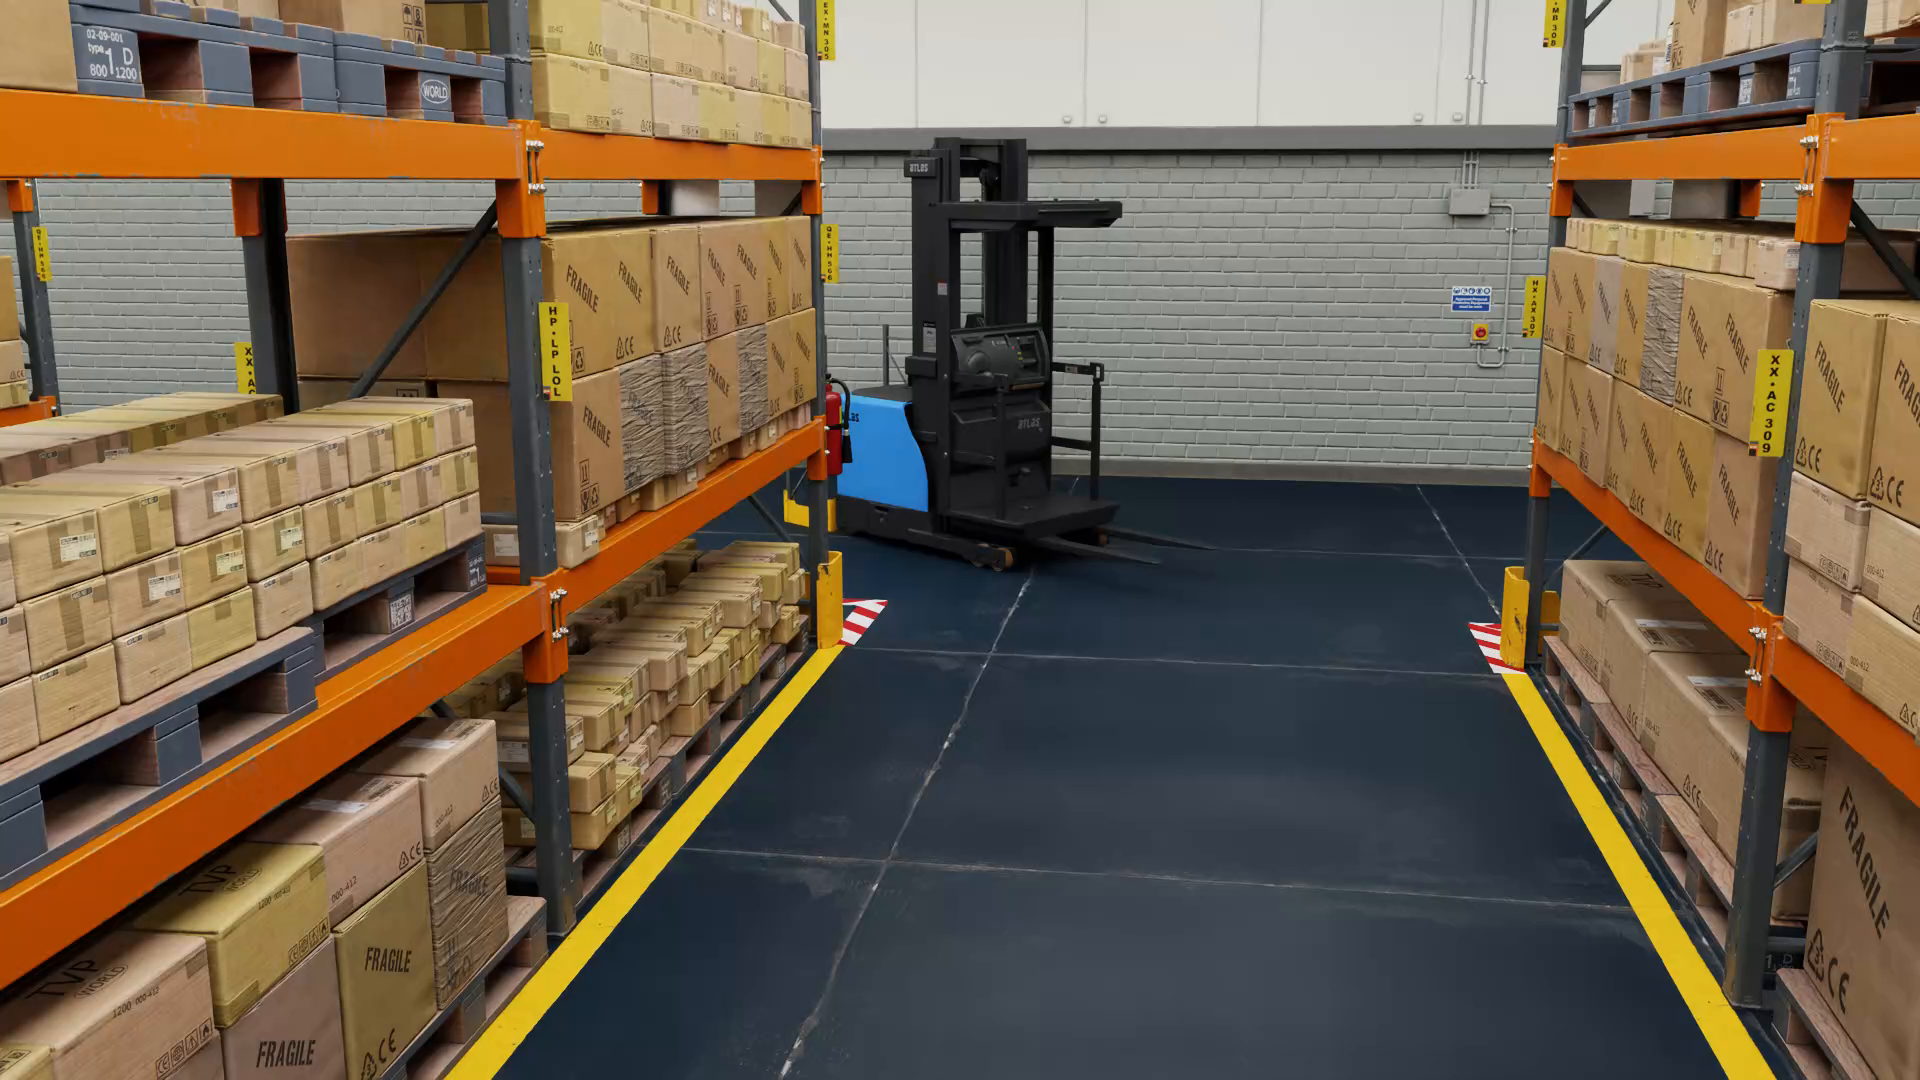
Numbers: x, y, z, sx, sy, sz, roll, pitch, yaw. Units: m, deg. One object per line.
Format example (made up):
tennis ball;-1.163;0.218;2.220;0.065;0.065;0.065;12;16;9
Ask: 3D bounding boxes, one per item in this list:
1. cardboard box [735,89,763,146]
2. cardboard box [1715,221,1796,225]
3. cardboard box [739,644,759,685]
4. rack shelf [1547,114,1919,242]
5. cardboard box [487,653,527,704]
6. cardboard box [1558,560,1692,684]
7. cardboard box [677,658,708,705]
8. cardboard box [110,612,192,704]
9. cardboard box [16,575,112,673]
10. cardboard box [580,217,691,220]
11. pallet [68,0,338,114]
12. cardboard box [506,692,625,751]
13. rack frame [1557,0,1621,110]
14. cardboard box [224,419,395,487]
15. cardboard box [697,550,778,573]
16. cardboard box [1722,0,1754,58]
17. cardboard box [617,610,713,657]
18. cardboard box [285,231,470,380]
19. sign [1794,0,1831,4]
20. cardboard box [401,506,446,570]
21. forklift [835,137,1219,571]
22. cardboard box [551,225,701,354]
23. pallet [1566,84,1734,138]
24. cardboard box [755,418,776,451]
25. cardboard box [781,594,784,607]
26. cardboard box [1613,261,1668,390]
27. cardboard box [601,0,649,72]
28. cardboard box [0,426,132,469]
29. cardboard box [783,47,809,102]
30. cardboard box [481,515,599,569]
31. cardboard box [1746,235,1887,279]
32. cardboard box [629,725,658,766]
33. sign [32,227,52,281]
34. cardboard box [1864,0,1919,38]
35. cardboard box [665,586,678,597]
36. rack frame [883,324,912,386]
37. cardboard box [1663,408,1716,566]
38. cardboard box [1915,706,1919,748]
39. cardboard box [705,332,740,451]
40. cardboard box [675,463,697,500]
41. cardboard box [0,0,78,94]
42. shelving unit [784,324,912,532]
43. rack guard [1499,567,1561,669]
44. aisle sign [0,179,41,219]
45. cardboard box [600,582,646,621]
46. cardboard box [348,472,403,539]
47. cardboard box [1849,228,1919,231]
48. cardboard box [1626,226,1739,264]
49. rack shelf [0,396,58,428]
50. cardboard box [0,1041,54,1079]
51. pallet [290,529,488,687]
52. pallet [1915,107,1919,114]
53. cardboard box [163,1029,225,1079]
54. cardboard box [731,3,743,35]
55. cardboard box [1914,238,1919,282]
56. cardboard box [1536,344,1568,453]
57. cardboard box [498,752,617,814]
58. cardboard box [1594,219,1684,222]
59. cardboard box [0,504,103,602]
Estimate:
cardboard box;-1.245;-1.989;7.837;0.500;0.250;0.500;2;12;11
cardboard box;3.802;-1.432;7.869;0.380;0.149;0.250;2;12;8
cardboard box;-1.218;0.613;8.301;0.380;0.149;0.250;1;12;6
rack shelf;3.323;-1.467;6.769;1.077;0.370;4.000;2;12;9
cardboard box;-1.945;0.582;7.033;0.380;0.149;0.250;2;12;11
cardboard box;3.628;0.419;8.514;0.875;0.438;0.875;1;12;7
cardboard box;-1.356;0.632;7.506;0.380;0.149;0.250;2;12;8
cardboard box;-1.995;0.258;3.776;0.380;0.149;0.250;1;12;7
cardboard box;-2.037;0.167;3.491;0.380;0.149;0.250;2;12;8
cardboard box;-1.679;-1.401;8.558;0.500;0.500;0.500;2;12;10
pallet;-2.248;-1.109;3.845;1.213;0.211;1.003;2;12;9
cardboard box;-1.533;0.702;6.476;0.380;0.149;0.250;3;12;11
rack frame;3.631;-3.701;8.309;1.000;3.000;0.127;2;12;9
cardboard box;-1.842;-0.249;4.717;0.380;0.149;0.250;1;12;7
cardboard box;-1.202;0.158;8.997;0.380;0.149;0.250;2;12;10
cardboard box;3.191;-1.989;6.003;0.797;0.503;0.637;3;12;13
cardboard box;-1.368;0.433;7.724;0.380;0.149;0.250;2;12;9
cardboard box;-2.086;-0.865;6.071;0.500;0.500;0.500;1;12;7
sign;2.467;-1.712;4.780;0.100;0.325;0.005;2;12;9
cardboard box;-1.796;-0.015;5.041;0.380;0.149;0.250;2;12;9
forklift;0.444;-1.338;11.747;1.130;2.935;3.031;-12;17;-43
cardboard box;-1.408;-1.057;6.961;0.500;0.500;0.500;2;12;10
pallet;3.527;-2.037;7.916;1.003;0.211;1.213;2;12;9
cardboard box;-1.162;-0.551;8.527;0.380;0.149;0.250;2;12;10
cardboard box;-1.169;0.307;9.015;0.380;0.149;0.250;2;12;7
cardboard box;3.056;-0.897;6.923;0.500;0.500;0.500;2;12;9
cardboard box;-1.499;-1.909;6.280;0.500;0.250;0.500;2;12;8
cardboard box;-2.526;-0.218;4.573;0.380;0.149;0.250;2;12;8
cardboard box;-1.095;-2.441;8.751;0.500;0.250;0.500;1;12;7
cardboard box;-1.524;-0.001;5.974;0.380;0.149;0.250;2;12;11
cardboard box;2.944;-0.968;5.716;0.380;0.149;0.250;2;12;9
cardboard box;-1.500;0.884;7.041;0.380;0.149;0.250;2;12;7
sign;-5.627;-1.751;10.189;0.100;0.325;0.005;2;12;9
cardboard box;2.593;-1.449;4.300;0.396;0.266;0.258;2;12;8
cardboard box;-1.658;0.345;8.839;0.380;0.149;0.250;2;12;9
rack frame;-0.448;-0.989;13.521;0.032;1.500;0.500;-11;17;-42
cardboard box;2.908;-0.197;6.051;0.500;0.500;0.500;2;12;7
cardboard box;2.514;0.434;3.715;0.500;0.250;0.500;2;12;8
cardboard box;-1.331;-0.684;7.605;0.500;0.500;0.500;3;12;11
cardboard box;-1.370;-0.277;7.254;0.380;0.149;0.250;2;12;11
cardboard box;-2.014;-1.077;3.013;0.500;0.500;0.500;2;12;9
shelving unit;-0.809;-0.916;13.185;1.083;1.500;0.587;-11;17;-42
rack guard;3.634;0.448;9.227;1.175;0.500;0.348;2;12;9
aisle sign;-5.854;-2.366;10.181;0.394;0.787;0.004;2;12;9
cardboard box;-1.790;0.309;8.299;0.380;0.149;0.250;2;12;11
cardboard box;-1.838;-0.108;4.766;0.380;0.149;0.250;2;12;11
cardboard box;3.573;-1.165;6.627;0.380;0.149;0.250;2;12;9
cardboard box;3.022;-1.237;6.963;0.380;0.149;0.250;2;12;7
rack shelf;-6.469;-0.322;8.574;1.077;0.370;4.000;2;12;9
cardboard box;-2.083;1.166;3.119;0.500;0.250;0.500;2;12;8
pallet;-2.153;0.173;5.027;1.003;0.211;1.213;2;12;9
pallet;2.923;-1.116;3.888;0.805;0.209;1.217;1;12;6
cardboard box;-1.997;1.423;3.706;0.500;0.500;0.500;2;12;7
cardboard box;-1.242;-2.451;7.848;0.380;0.149;0.250;2;12;7
cardboard box;3.344;-0.902;5.408;0.380;0.149;0.250;2;12;9
cardboard box;3.273;-0.727;8.510;0.500;0.500;0.500;2;12;8
cardboard box;-1.519;0.902;6.250;0.380;0.149;0.250;2;12;11
cardboard box;3.333;-1.502;8.191;0.380;0.149;0.250;2;12;10
cardboard box;-2.043;0.020;3.466;0.380;0.149;0.250;2;12;10
